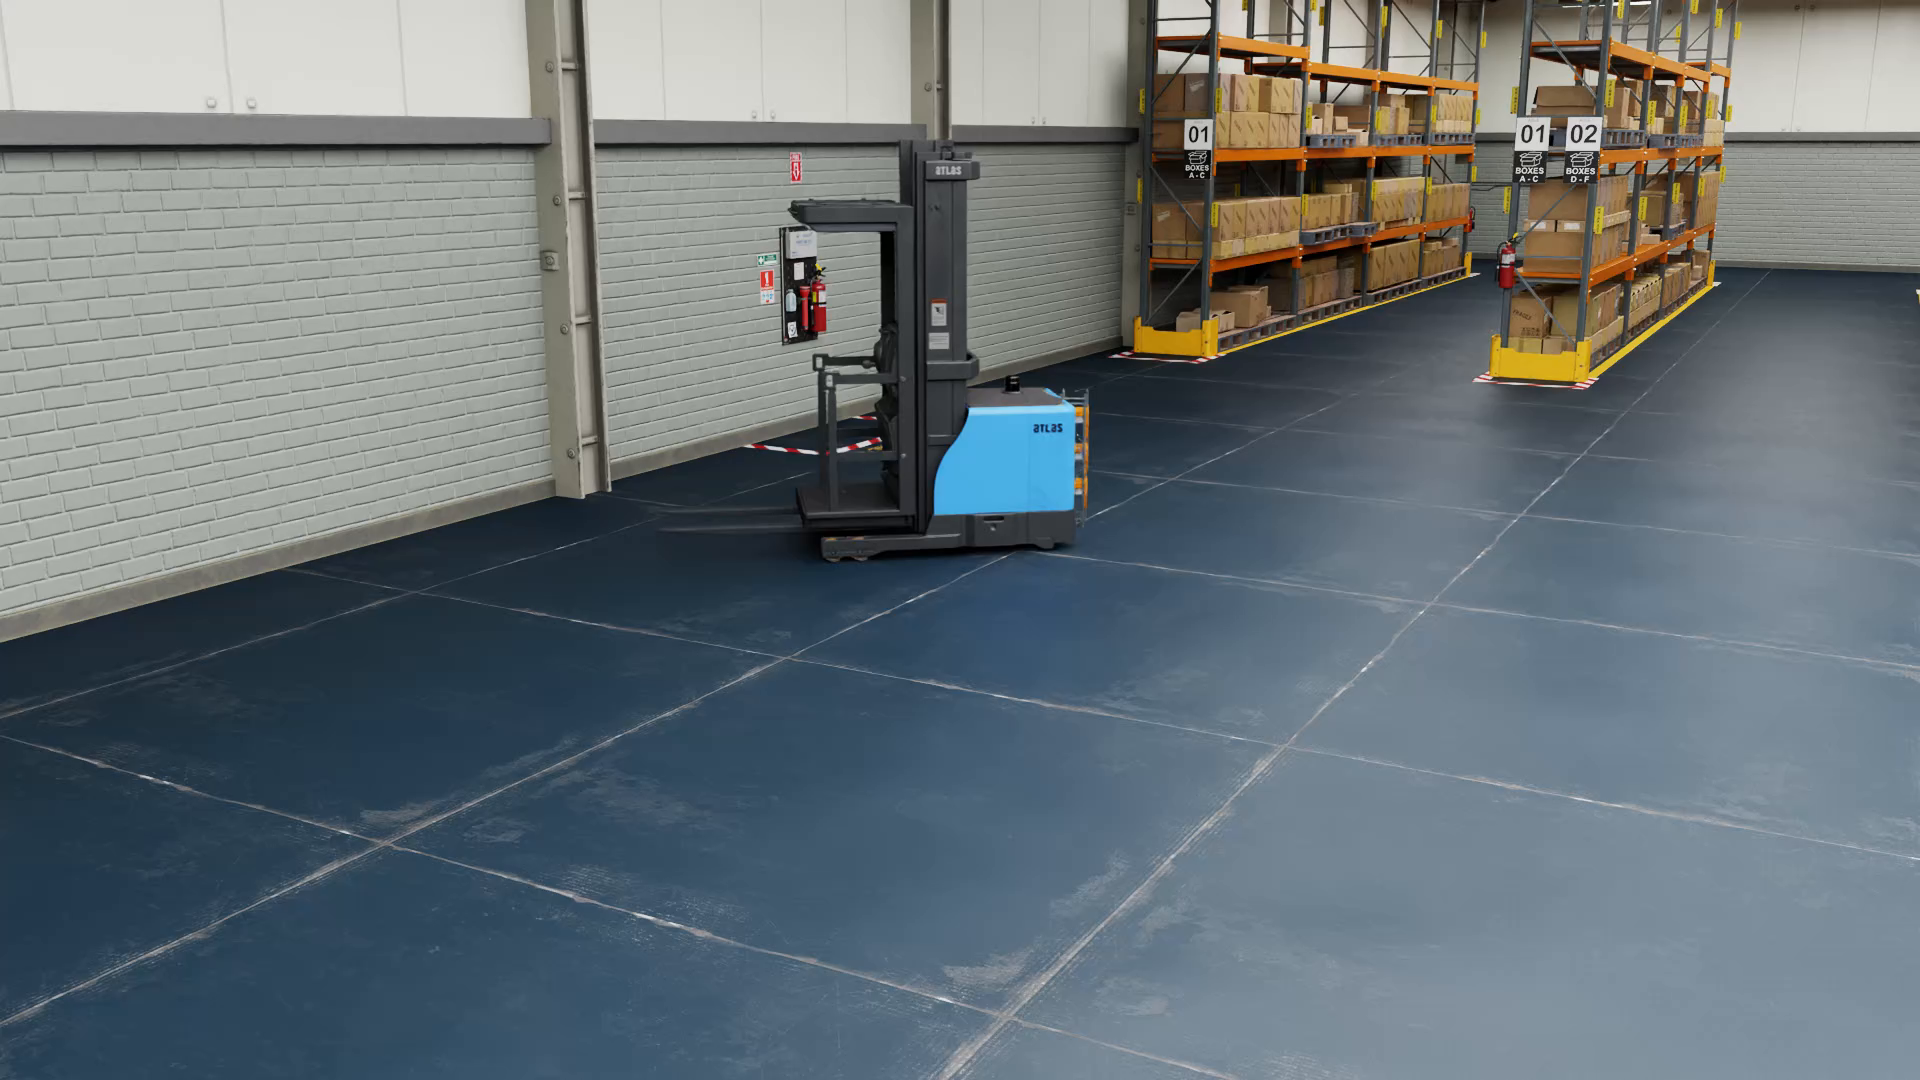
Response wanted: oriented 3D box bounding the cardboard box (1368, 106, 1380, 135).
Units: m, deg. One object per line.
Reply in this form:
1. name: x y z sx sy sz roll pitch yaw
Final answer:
1. cardboard box: 7.260 -7.663 30.369 0.700 0.500 0.500 6 15 25

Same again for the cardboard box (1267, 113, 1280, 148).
1. cardboard box: 4.414 -6.066 24.639 0.500 0.500 0.500 7 15 26

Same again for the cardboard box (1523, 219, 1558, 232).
1. cardboard box: 7.354 -3.984 21.062 0.380 0.149 0.250 7 15 27

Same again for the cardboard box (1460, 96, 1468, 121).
1. cardboard box: 10.366 -9.084 35.022 0.500 0.500 0.500 8 16 30

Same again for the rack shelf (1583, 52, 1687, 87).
1. rack shelf: 10.237 -7.124 25.270 1.077 0.370 4.000 7 15 28

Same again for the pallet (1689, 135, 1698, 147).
1. pallet: 12.262 -7.010 29.212 1.213 0.211 1.003 7 15 28

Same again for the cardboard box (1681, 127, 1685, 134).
1. cardboard box: 11.883 -6.973 28.444 0.910 0.500 0.500 7 15 28

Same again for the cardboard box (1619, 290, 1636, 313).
1. cardboard box: 9.688 -3.538 24.581 0.500 0.311 0.500 7 15 28

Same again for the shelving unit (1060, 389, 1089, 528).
1. shelving unit: 0.879 -0.635 12.927 0.215 1.050 0.252 2 14 8

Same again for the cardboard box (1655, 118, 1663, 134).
1. cardboard box: 10.796 -6.542 26.293 0.500 0.250 0.500 8 16 30

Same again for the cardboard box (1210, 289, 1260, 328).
1. cardboard box: 4.085 -3.473 24.934 0.700 0.500 0.500 6 15 25

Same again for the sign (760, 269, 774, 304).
1. sign: -1.907 -2.504 16.445 0.001 0.329 0.234 7 15 28

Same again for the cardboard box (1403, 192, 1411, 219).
1. cardboard box: 8.308 -6.415 31.850 0.500 0.500 0.500 7 15 28

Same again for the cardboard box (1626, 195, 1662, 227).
1. cardboard box: 11.409 -5.556 28.072 0.700 0.500 0.500 2 14 9

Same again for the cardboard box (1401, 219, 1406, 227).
1. cardboard box: 8.365 -6.123 32.024 0.380 0.149 0.250 7 15 28

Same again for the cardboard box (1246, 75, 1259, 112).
1. cardboard box: 3.922 -6.339 23.636 0.500 0.500 0.500 8 16 30

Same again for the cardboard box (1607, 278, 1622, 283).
1. cardboard box: 10.447 -4.119 26.992 0.500 0.311 0.500 7 15 27

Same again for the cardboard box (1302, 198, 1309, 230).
1. cardboard box: 5.208 -5.265 26.818 0.700 0.500 0.500 7 15 28

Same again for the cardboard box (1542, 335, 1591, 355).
1. cardboard box: 7.790 -2.473 21.360 0.500 0.250 0.500 7 15 28

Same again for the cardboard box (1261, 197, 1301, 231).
1. cardboard box: 4.974 -5.071 25.844 0.500 0.500 0.500 7 15 28

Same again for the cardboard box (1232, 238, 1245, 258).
1. cardboard box: 3.750 -4.190 23.790 0.500 0.250 0.500 7 15 26

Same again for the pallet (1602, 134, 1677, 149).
1. pallet: 10.416 -6.149 25.642 1.003 0.211 1.213 8 16 31

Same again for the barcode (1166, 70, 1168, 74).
1. barcode: 2.904 -6.568 23.349 0.001 0.075 0.075 7 15 28

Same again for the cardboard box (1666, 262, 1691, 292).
1. cardboard box: 13.150 -4.847 30.634 0.500 0.500 0.500 7 15 28

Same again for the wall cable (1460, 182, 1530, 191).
1. wall cable: 13.780 -9.890 40.983 3.097 2.526 0.112 7 15 28

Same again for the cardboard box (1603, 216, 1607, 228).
1. cardboard box: 8.335 -4.205 21.977 0.380 0.149 0.250 7 15 27

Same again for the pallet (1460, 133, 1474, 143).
1. pallet: 10.383 -8.625 35.699 1.003 0.211 1.213 7 15 28

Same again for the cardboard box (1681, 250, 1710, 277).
1. cardboard box: 15.024 -5.662 34.015 0.500 0.500 0.500 7 15 28

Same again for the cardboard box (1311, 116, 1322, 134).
1. cardboard box: 5.564 -6.750 27.026 0.500 0.311 0.500 8 16 30

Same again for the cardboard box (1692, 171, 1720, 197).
1. cardboard box: 15.097 -7.215 33.715 0.500 0.500 0.500 7 15 28

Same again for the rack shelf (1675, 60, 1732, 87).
1. rack shelf: 14.104 -8.958 32.031 1.077 0.370 4.000 7 15 28

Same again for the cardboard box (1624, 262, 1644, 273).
1. cardboard box: 11.474 -4.755 28.653 0.500 0.250 0.500 8 16 30

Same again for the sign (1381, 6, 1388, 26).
1. sign: 7.345 -9.072 28.800 0.100 0.325 0.005 7 15 28

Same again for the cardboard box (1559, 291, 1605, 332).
1. cardboard box: 8.261 -3.044 22.130 0.500 0.500 0.500 7 15 28

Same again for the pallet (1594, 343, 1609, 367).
1. pallet: 8.260 -2.576 22.767 1.003 0.211 1.213 7 15 28

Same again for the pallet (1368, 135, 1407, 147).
1. pallet: 7.668 -7.456 31.065 1.003 0.211 1.213 8 16 31

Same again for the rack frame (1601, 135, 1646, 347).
1. rack frame: 9.270 -4.341 24.140 1.000 3.000 0.127 7 15 28

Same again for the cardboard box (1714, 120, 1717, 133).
1. cardboard box: 14.323 -7.989 32.124 0.500 0.250 0.500 7 15 28

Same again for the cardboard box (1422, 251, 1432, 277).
1. cardboard box: 9.250 -5.674 34.104 0.700 0.500 0.500 8 16 29

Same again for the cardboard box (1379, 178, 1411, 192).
1. cardboard box: 8.295 -6.777 31.753 0.500 0.250 0.500 8 16 29

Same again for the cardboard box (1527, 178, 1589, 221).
1. cardboard box: 7.599 -4.305 21.008 0.700 0.500 0.500 7 15 28

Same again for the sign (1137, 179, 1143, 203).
1. sign: 2.522 -4.864 23.166 0.100 0.325 0.005 7 15 28

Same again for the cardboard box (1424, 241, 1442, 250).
1. cardboard box: 9.828 -6.146 34.678 0.380 0.149 0.250 7 15 26

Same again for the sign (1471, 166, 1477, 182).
1. sign: 11.201 -7.977 36.246 0.100 0.325 0.005 7 15 28

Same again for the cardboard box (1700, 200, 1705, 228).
1. cardboard box: 13.867 -6.210 31.679 0.500 0.500 0.500 8 16 29

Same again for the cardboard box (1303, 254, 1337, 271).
1. cardboard box: 6.233 -4.822 28.929 0.500 0.250 0.500 8 16 29

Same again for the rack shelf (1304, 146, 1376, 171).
1. rack shelf: 5.899 -6.420 27.899 1.077 0.370 4.000 7 15 28

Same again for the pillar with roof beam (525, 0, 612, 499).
1. pillar with roof beam: 0.547 -4.289 11.124 9.100 9.000 0.400 7 15 28

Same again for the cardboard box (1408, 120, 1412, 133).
1. cardboard box: 8.925 -8.348 33.570 0.500 0.250 0.500 8 15 29

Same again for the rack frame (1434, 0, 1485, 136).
1. rack frame: 10.733 -10.280 35.973 1.000 3.000 0.127 7 15 28

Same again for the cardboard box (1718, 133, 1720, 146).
1. cardboard box: 14.802 -7.952 33.036 0.500 0.250 0.500 7 15 28

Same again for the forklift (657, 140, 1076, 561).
1. forklift: -0.713 -1.405 12.108 3.031 2.935 1.130 -2 14 -9

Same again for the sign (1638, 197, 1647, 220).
1. sign: 9.757 -4.738 23.769 0.100 0.325 0.005 7 15 28
